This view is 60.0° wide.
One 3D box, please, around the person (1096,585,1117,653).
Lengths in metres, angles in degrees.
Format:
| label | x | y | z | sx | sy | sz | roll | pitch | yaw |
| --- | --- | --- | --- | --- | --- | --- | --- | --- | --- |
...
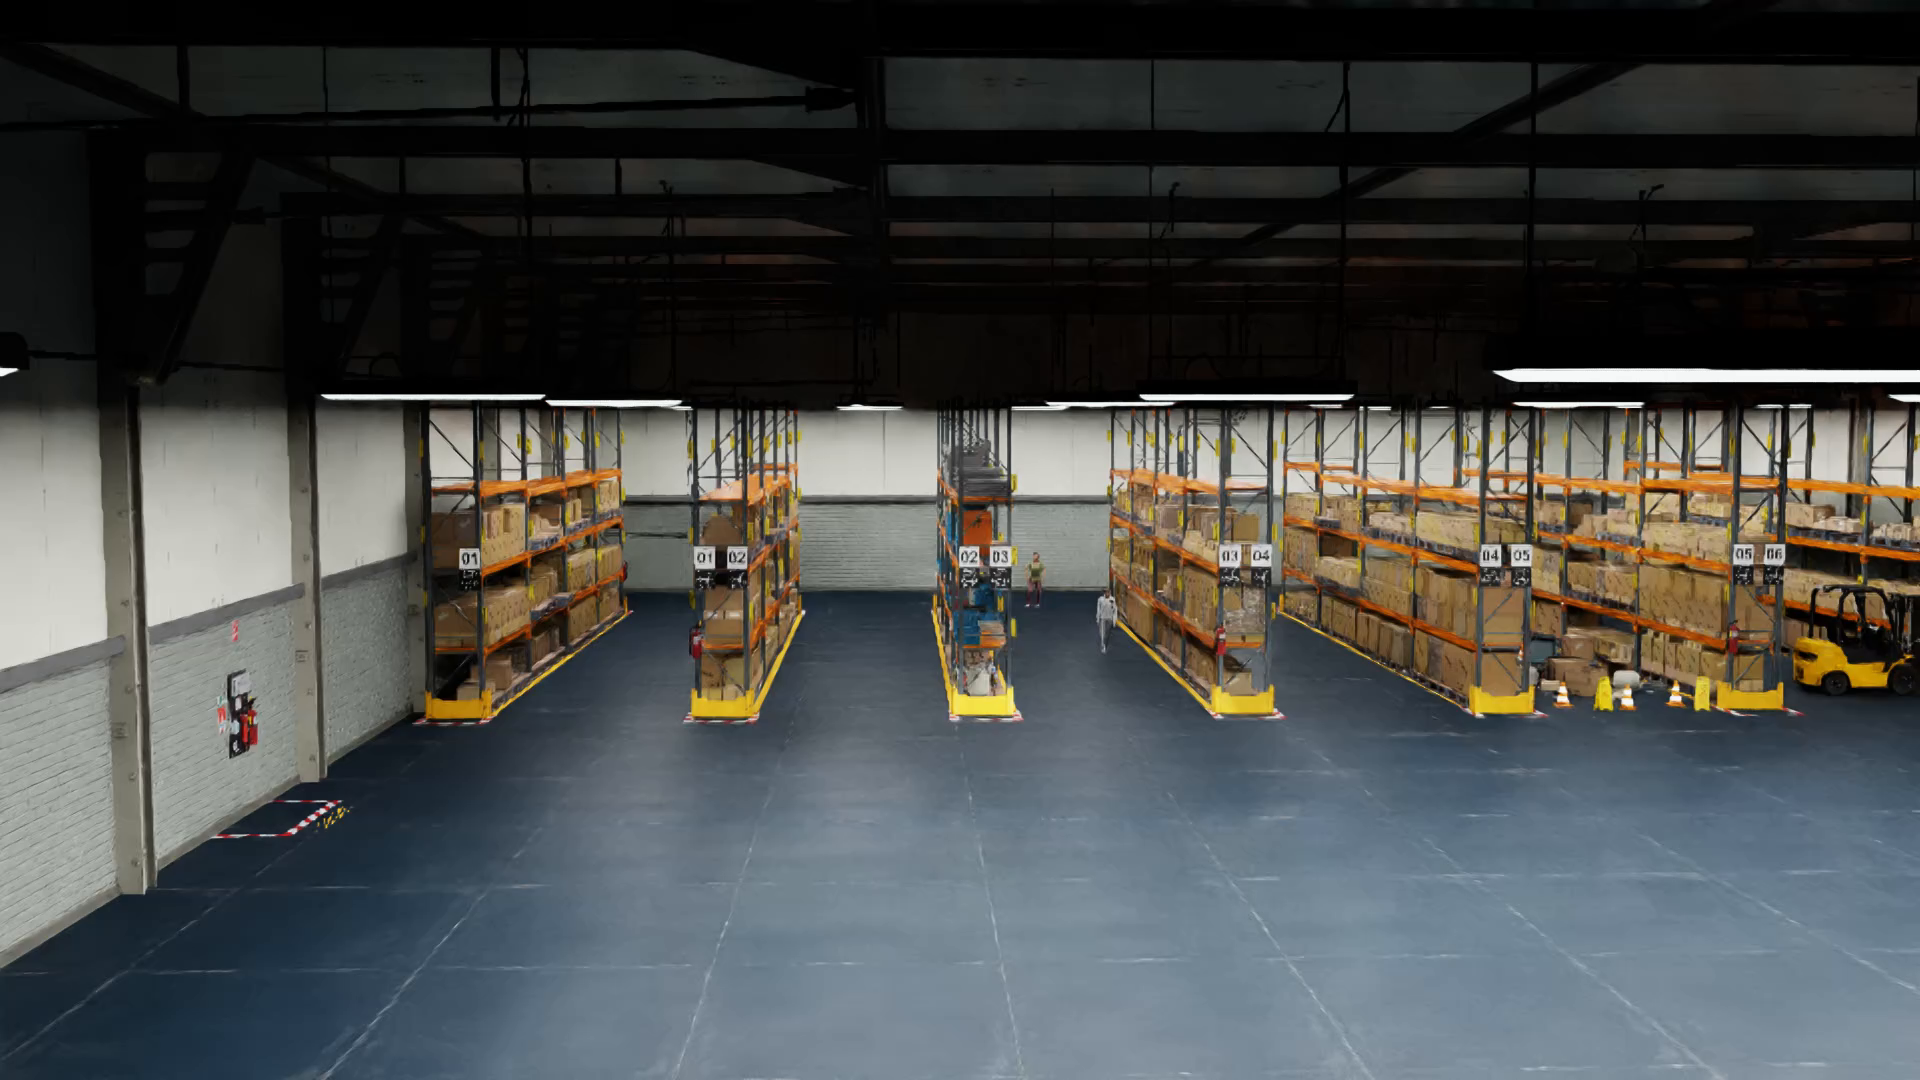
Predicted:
| label | x | y | z | sx | sy | sz | roll | pitch | yaw |
| --- | --- | --- | --- | --- | --- | --- | --- | --- | --- |
| person | 3.506 | 1.855 | 39.556 | 0.488 | 1.590 | 1.070 | 0 | 4 | -4 |

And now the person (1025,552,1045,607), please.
| label | x | y | z | sx | sy | sz | roll | pitch | yaw |
| --- | --- | --- | --- | --- | --- | --- | --- | --- | --- |
| person | 2.197 | 1.175 | 48.715 | 0.598 | 1.589 | 0.507 | 0 | 4 | -5 |
